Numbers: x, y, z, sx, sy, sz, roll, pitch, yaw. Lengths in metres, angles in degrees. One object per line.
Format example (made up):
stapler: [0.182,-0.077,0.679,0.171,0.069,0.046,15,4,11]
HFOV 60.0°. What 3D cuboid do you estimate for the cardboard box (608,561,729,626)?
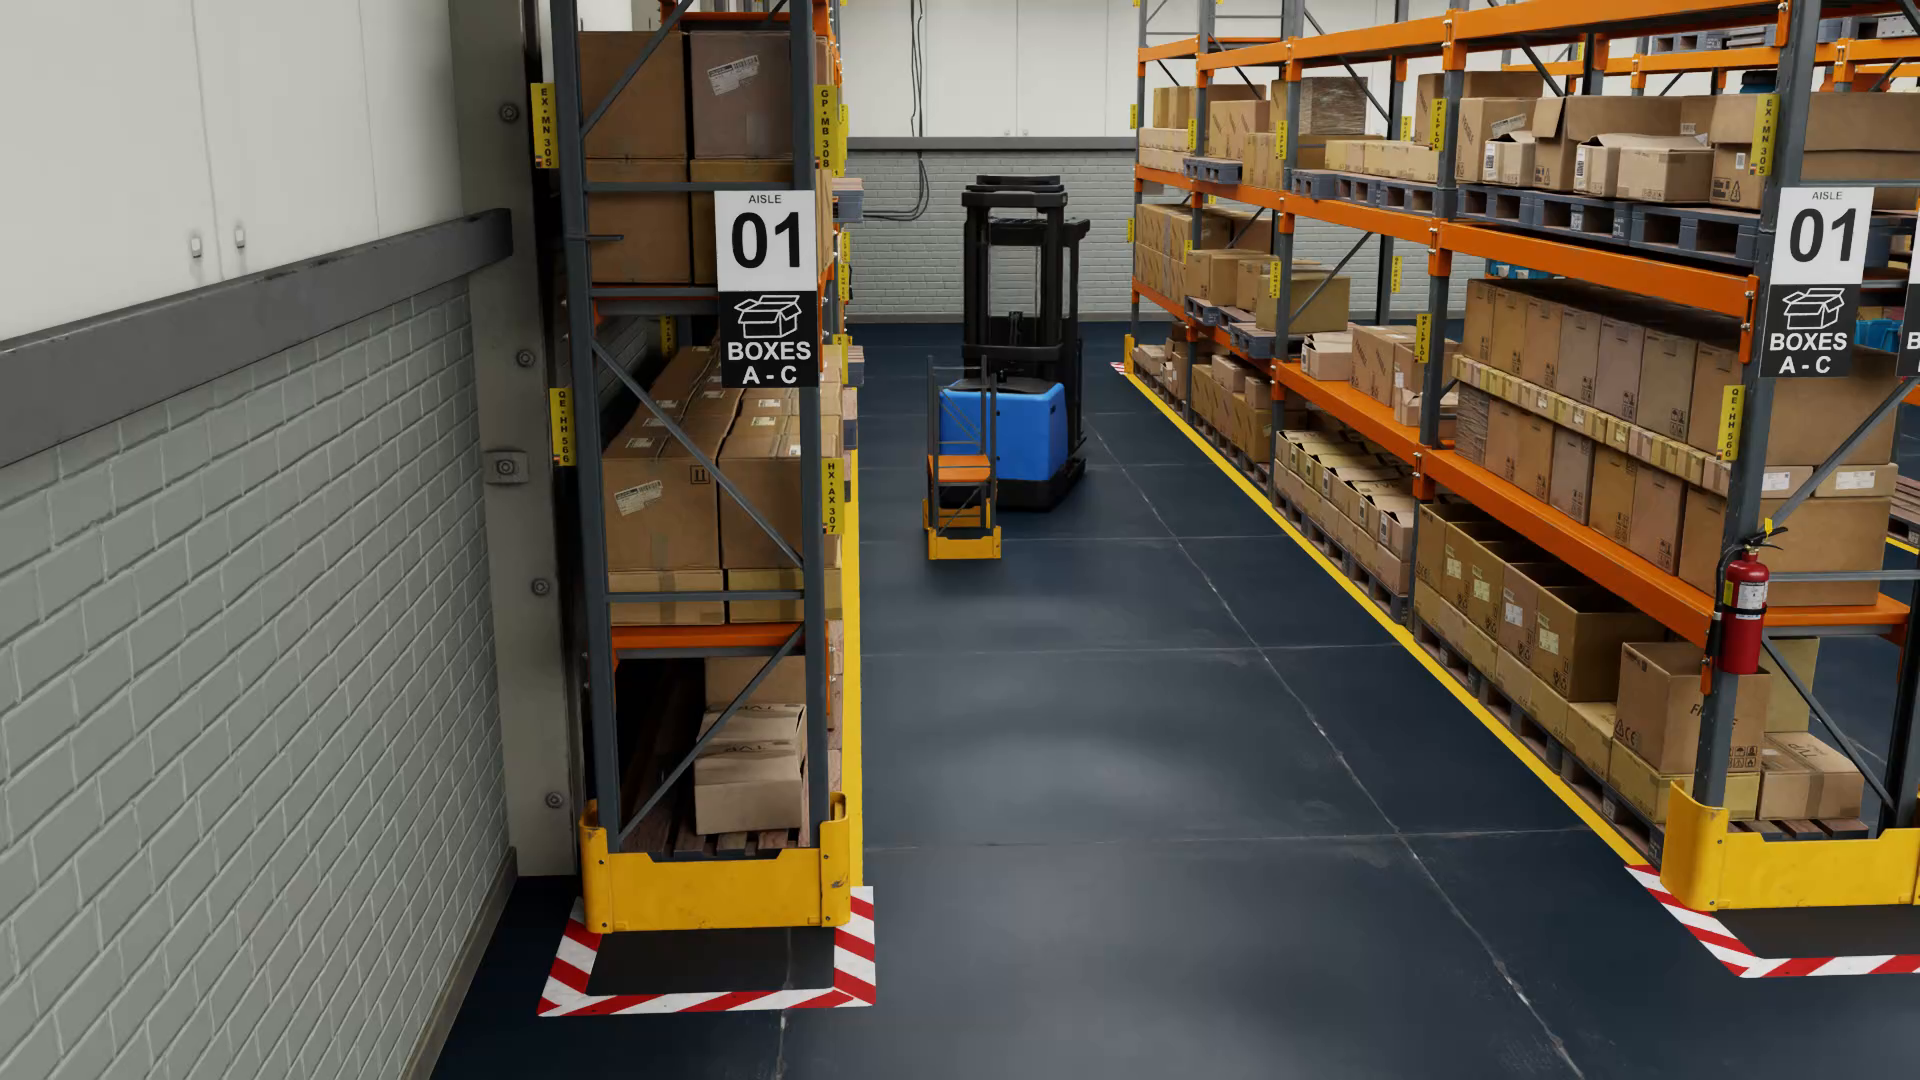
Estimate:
cardboard box: [-1.300,0.194,7.513,0.500,0.250,0.500,-1,14,-3]

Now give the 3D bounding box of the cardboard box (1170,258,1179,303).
cardboard box: [2.803,-3.114,19.910,0.500,0.500,0.500,0,14,-2]

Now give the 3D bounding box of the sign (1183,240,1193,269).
sign: [2.582,-3.226,18.809,0.100,0.325,0.005,-1,14,-3]

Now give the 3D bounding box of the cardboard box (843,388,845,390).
cardboard box: [-1.593,-1.522,17.392,0.750,0.750,0.750,0,14,-2]

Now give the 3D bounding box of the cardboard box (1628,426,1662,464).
cardboard box: [3.606,-0.479,8.365,0.380,0.149,0.250,-1,14,-3]

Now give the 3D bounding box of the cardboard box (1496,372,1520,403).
cardboard box: [3.493,-0.929,10.114,0.380,0.149,0.250,-1,14,-4]

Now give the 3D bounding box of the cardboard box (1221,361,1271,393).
cardboard box: [3.004,-1.686,17.186,0.500,0.250,0.500,-1,14,-4]

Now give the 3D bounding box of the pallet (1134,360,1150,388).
pallet: [2.930,-2.244,22.327,1.003,0.211,1.213,-1,14,-3]

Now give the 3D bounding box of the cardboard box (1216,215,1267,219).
cardboard box: [3.342,-3.600,19.791,0.500,0.500,0.500,-1,14,-5]

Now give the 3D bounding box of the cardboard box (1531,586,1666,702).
cardboard box: [3.460,0.555,9.021,0.500,0.500,0.500,-1,14,-3]

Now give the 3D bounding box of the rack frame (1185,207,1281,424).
rack frame: [3.123,-2.817,18.957,1.000,3.000,0.127,-1,14,-3]

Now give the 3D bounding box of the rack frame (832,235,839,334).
rack frame: [-1.573,-1.745,14.789,1.000,3.000,0.127,-1,14,-3]

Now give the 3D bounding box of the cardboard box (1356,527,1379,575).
cardboard box: [3.274,0.076,12.387,0.500,0.250,0.500,-1,14,-4]

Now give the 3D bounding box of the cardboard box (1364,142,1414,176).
cardboard box: [3.530,-3.022,13.188,0.500,0.250,0.500,-1,14,-5]

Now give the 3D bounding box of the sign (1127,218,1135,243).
sign: [2.334,-4.223,22.682,0.100,0.325,0.005,-1,14,-3]

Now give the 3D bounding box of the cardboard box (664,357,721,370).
cardboard box: [-1.476,-0.802,9.879,0.500,0.500,0.500,-1,14,-4]

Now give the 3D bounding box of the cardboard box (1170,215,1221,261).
cardboard box: [2.799,-3.599,19.788,0.500,0.500,0.500,-1,14,-5]

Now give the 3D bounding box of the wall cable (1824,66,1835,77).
wall cable: [15.853,-9.887,27.938,2.277,5.999,0.120,-1,14,-3]

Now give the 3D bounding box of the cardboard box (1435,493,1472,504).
cardboard box: [3.816,-0.202,12.343,0.500,0.311,0.500,-1,14,-4]

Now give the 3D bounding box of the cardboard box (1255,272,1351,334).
cardboard box: [3.220,-2.229,15.627,0.700,0.500,0.500,-6,16,-22]

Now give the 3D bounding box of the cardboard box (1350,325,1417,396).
cardboard box: [3.491,-1.454,13.457,0.500,0.500,0.500,-2,15,-6]

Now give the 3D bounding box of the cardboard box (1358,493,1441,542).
cardboard box: [3.269,-0.197,12.321,0.500,0.311,0.500,0,14,-2]

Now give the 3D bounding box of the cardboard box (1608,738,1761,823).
cardboard box: [3.539,1.166,8.148,0.500,0.250,0.500,-1,14,-3]

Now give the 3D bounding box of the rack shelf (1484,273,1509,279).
rack shelf: [7.943,-3.042,21.273,1.077,0.370,4.000,-1,14,-3]

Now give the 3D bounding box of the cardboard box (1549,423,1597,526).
cardboard box: [3.752,-0.383,9.293,0.700,0.500,0.500,0,14,-2]

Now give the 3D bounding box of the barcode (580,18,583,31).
barcode: [-1.620,-2.200,7.127,0.001,0.075,0.075,-1,14,-3]

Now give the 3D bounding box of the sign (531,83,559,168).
sign: [-1.632,-1.633,6.559,0.100,0.325,0.005,-1,14,-3]

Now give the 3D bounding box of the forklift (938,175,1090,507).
forklift: [0.631,-2.036,16.056,1.130,2.935,3.031,3,15,13]

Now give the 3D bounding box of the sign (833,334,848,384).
sign: [-0.784,-1.180,10.855,0.100,0.325,0.005,-1,14,-3]

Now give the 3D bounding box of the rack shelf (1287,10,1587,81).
rack shelf: [3.495,-3.688,12.549,1.077,0.370,4.000,-1,14,-3]

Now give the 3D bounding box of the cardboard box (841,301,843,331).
cardboard box: [-1.371,-2.202,15.729,0.500,0.500,0.500,0,14,-2]

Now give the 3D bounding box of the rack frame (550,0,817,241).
rack frame: [-1.077,-2.661,6.309,1.000,3.000,0.127,-1,14,-3]

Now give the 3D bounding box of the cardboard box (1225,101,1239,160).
cardboard box: [3.145,-4.278,17.370,0.600,0.600,0.600,-1,14,-4]

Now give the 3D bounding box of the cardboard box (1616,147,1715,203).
cardboard box: [3.532,-1.767,8.030,0.500,0.250,0.500,-1,14,-3]

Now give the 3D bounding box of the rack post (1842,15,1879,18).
rack post: [8.229,-4.946,15.344,0.954,0.300,0.937,-1,14,-3]

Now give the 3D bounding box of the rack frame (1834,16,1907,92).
rack frame: [8.315,-4.803,14.636,1.000,3.000,0.127,-1,14,-3]

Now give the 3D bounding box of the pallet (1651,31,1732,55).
pallet: [8.149,-5.308,17.778,1.003,0.211,1.213,-1,14,-3]

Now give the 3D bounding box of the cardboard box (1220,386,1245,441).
cardboard box: [3.008,-1.313,17.244,0.500,0.500,0.500,-1,14,-6]

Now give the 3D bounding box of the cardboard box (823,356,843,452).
cardboard box: [-0.950,-0.814,9.925,0.500,0.500,0.500,-1,14,-4]

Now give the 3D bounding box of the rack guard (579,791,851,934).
rack guard: [-1.082,1.436,7.442,1.175,0.500,0.348,-1,14,-3]

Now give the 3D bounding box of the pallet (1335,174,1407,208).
pallet: [3.575,-2.738,13.009,1.003,0.211,1.213,0,14,-1]

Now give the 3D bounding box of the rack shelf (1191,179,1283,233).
rack shelf: [3.247,-3.424,16.739,1.077,0.370,4.000,-1,14,-3]

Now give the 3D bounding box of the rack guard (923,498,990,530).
rack guard: [-0.026,-0.226,14.403,0.587,0.250,0.087,-1,14,-3]

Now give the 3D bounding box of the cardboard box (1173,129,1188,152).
cardboard box: [2.795,-4.681,19.477,0.500,0.250,0.500,-1,14,-3]

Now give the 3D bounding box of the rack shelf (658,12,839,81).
rack shelf: [-1.449,-3.611,12.248,1.077,0.370,4.000,-1,14,-3]

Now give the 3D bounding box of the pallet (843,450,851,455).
pallet: [-1.619,-0.895,17.080,1.003,0.211,1.213,-1,14,-3]

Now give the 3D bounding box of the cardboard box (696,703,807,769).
cardboard box: [-1.066,1.018,8.562,0.500,0.311,0.500,0,14,1]

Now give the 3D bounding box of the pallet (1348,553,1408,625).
pallet: [3.534,0.340,12.281,1.003,0.211,1.213,-1,14,-3]

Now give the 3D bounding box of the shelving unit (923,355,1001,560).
shelving unit: [0.005,-0.707,13.766,0.587,1.500,1.083,-1,14,-3]

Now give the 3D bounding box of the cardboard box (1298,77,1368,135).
cardboard box: [3.350,-3.917,15.002,0.500,0.500,0.500,-1,14,-3]

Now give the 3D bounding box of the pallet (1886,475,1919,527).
pallet: [8.324,-0.354,14.980,1.003,0.211,1.213,-1,14,-3]

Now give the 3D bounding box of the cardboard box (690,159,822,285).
cardboard box: [-0.848,-1.353,7.006,0.500,0.500,0.500,-1,14,-2]

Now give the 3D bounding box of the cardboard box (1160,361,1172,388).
cardboard box: [2.758,-2.052,20.496,0.500,0.311,0.500,-1,14,-3]

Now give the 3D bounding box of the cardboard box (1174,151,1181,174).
cardboard box: [2.807,-4.439,19.540,0.500,0.250,0.500,-1,14,-3]

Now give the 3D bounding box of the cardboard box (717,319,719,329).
cardboard box: [-1.422,-1.441,12.525,0.700,0.500,0.500,1,14,4]

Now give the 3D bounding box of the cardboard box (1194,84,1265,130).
cardboard box: [3.055,-4.923,18.914,0.700,0.500,0.500,-1,14,-3]

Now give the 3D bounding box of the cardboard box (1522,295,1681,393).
cardboard box: [3.716,-1.144,9.649,0.700,0.500,0.500,-1,14,-3]
